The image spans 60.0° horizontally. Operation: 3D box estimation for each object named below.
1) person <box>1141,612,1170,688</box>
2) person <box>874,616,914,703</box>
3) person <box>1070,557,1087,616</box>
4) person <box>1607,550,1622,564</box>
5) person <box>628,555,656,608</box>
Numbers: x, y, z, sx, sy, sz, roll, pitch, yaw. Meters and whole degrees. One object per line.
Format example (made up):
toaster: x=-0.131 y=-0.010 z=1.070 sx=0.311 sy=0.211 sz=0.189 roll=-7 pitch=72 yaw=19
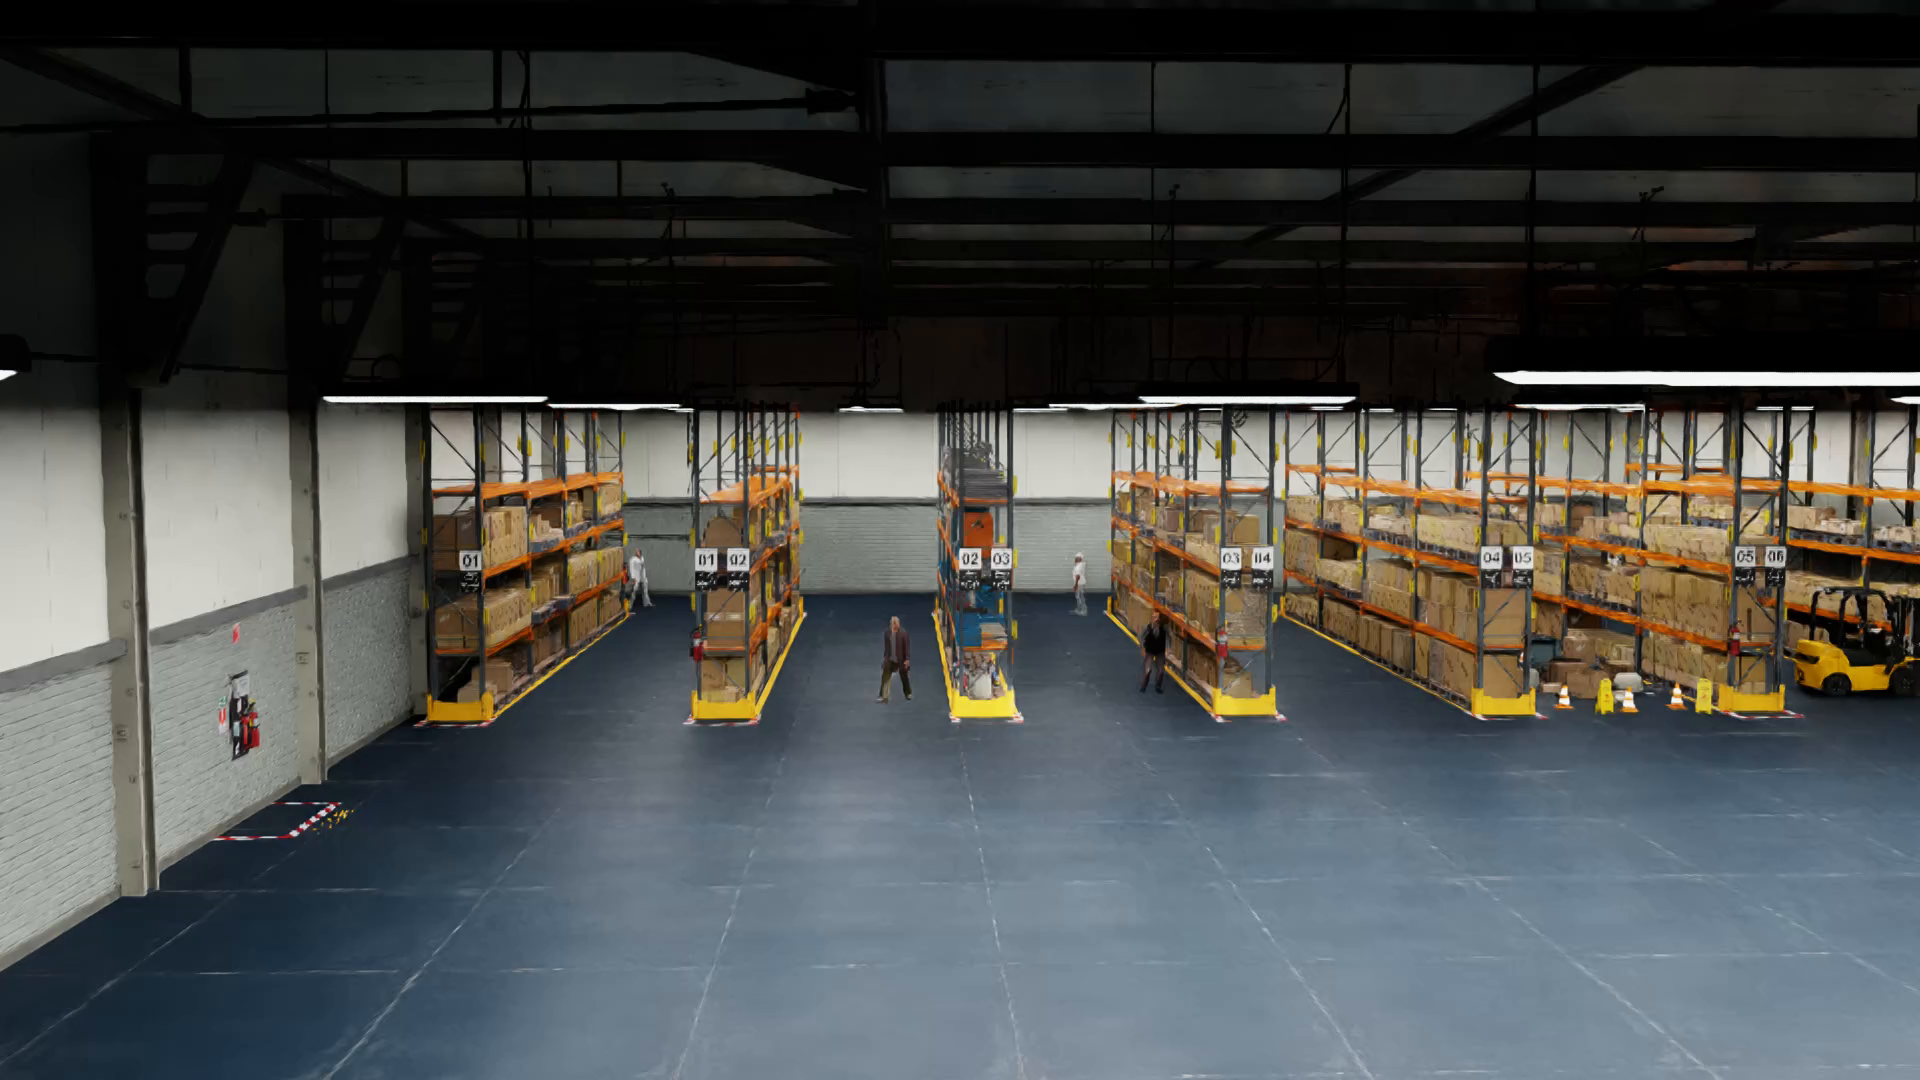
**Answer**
person: x=3.992 y=2.273 z=34.133 sx=0.624 sy=1.613 sz=0.534 roll=0 pitch=4 yaw=-4
person: x=-1.278 y=2.365 z=32.916 sx=0.598 sy=1.717 sz=1.021 roll=2 pitch=5 yaw=21
person: x=3.362 y=1.312 z=47.214 sx=0.551 sy=1.628 sz=0.647 roll=1 pitch=4 yaw=15
person: x=19.661 y=1.062 z=49.872 sx=0.700 sy=1.769 sz=0.555 roll=-2 pitch=5 yaw=-30
person: x=-9.431 y=1.215 z=48.968 sx=0.613 sy=1.549 sz=0.778 roll=3 pitch=5 yaw=36
